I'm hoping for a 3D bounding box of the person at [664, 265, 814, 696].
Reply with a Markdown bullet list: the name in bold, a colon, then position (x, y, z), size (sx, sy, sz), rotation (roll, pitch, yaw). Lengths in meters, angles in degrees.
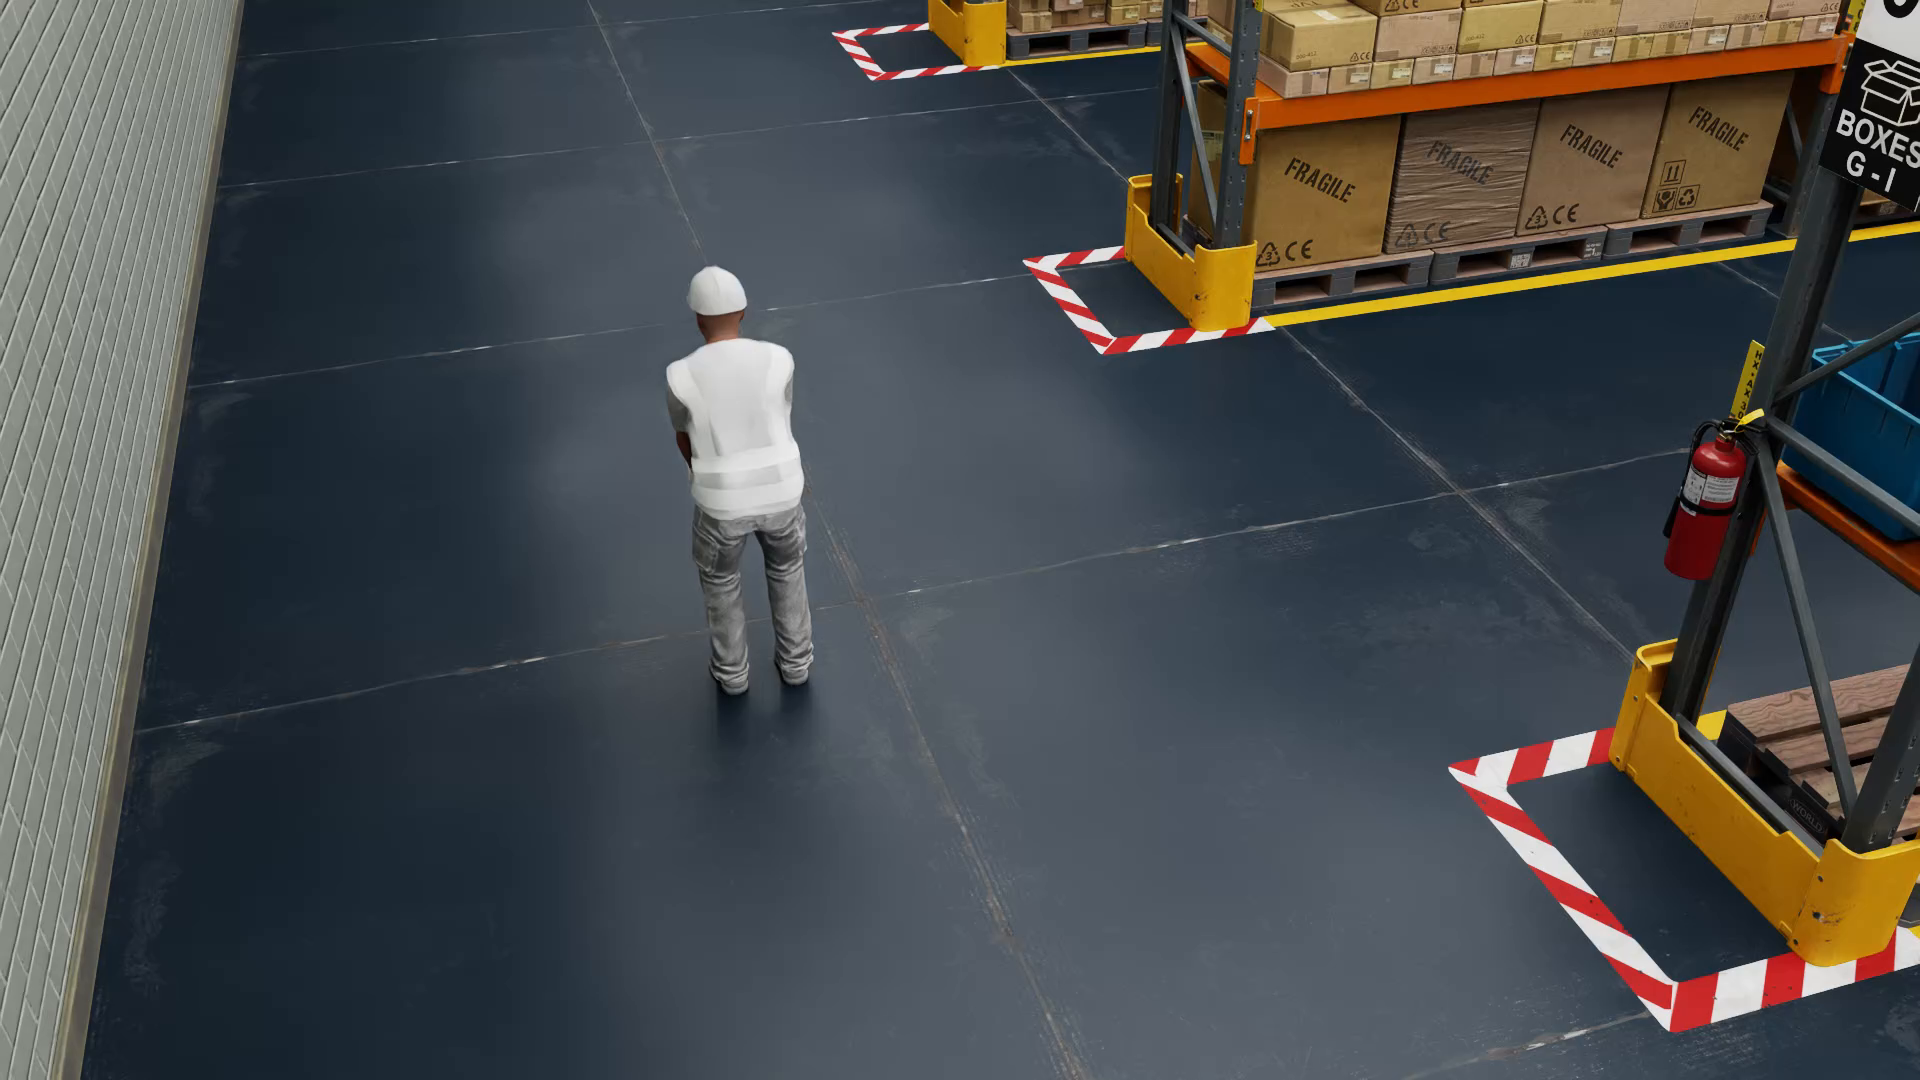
- **person**: position (-0.867, -0.220, 6.488), size (0.488, 1.744, 0.610), rotation (-11, 35, -15)
